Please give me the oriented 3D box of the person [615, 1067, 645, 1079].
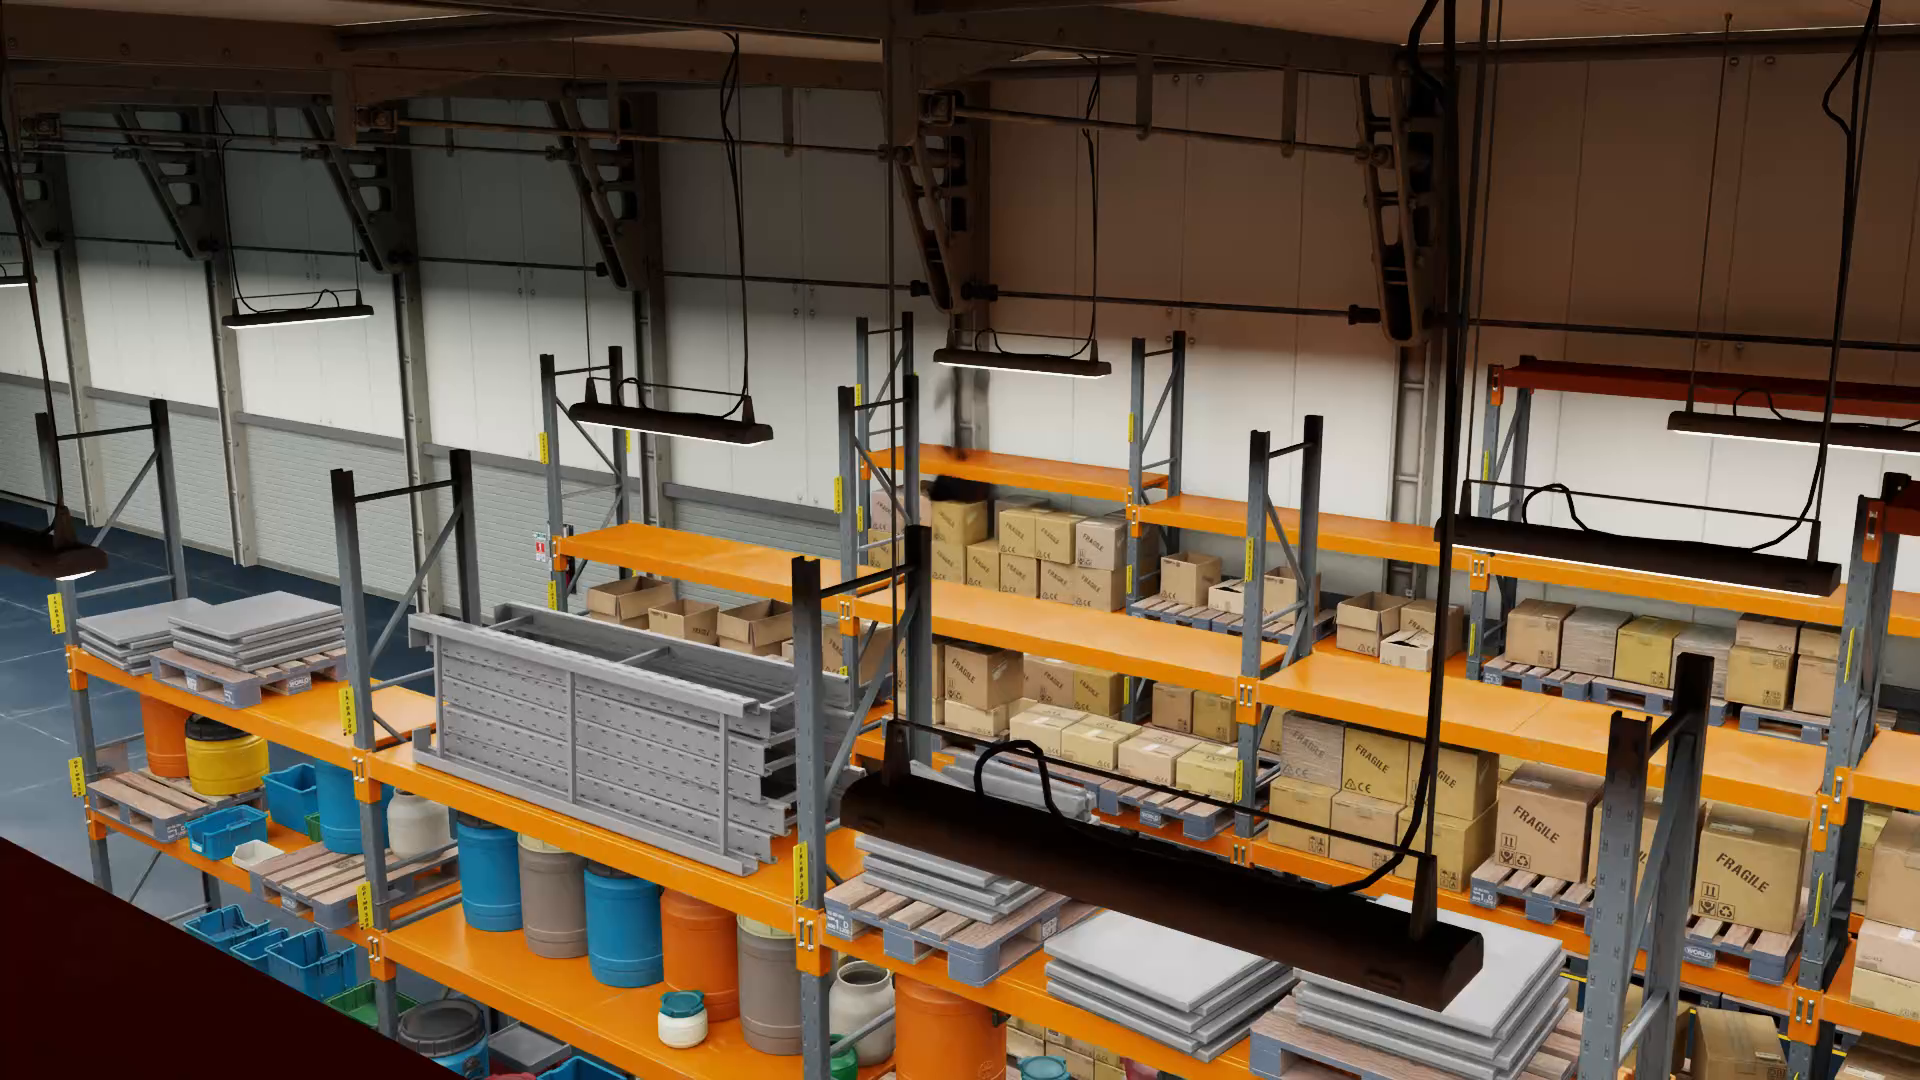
[{"bbox_3d":[-2.482,4.262,13.270,0.544,1.667,0.585,8,15,30],"label":"person"}]
